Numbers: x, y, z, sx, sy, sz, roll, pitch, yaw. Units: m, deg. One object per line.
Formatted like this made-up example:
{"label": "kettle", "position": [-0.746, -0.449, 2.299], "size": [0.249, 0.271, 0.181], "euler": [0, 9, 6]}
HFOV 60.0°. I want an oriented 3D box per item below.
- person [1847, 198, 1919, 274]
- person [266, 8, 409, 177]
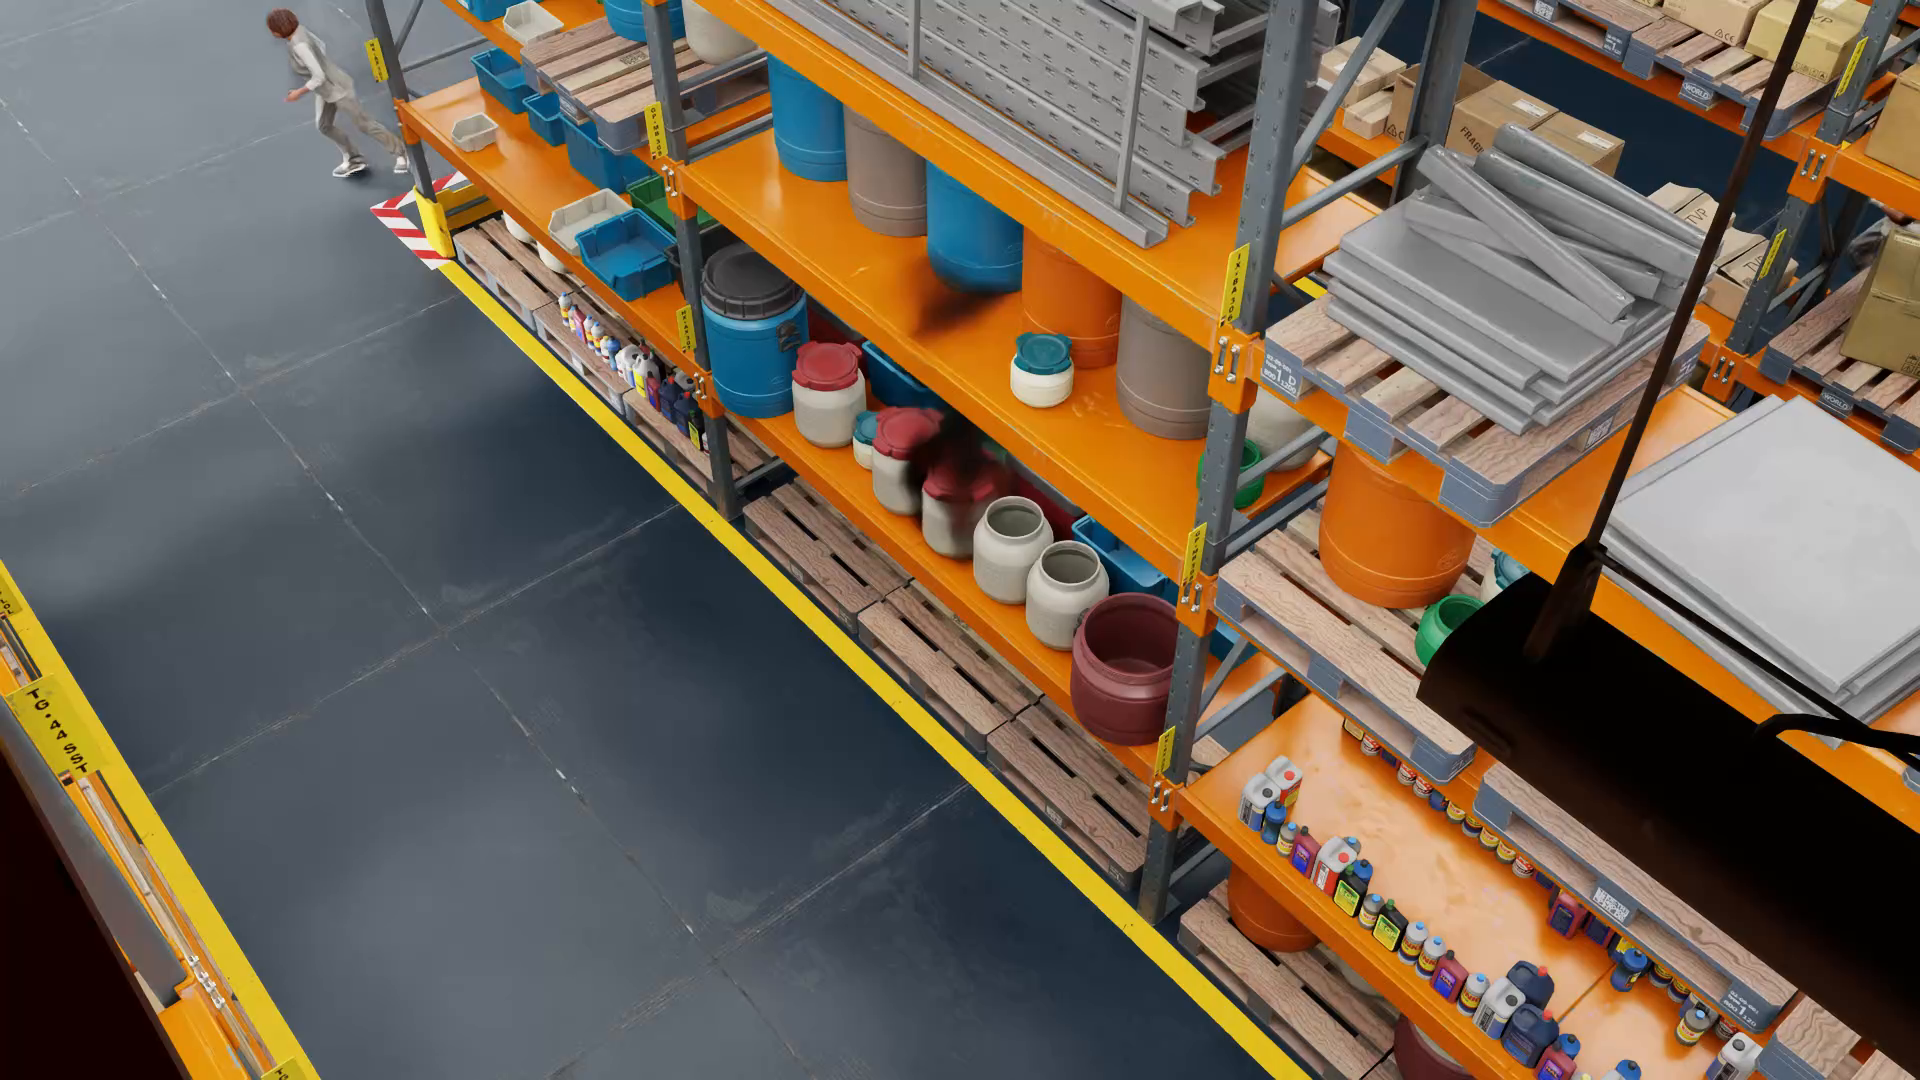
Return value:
{"label": "person", "position": [6.700, -2.201, 11.846], "size": [0.711, 1.794, 0.671], "euler": [29, 53, 25]}
{"label": "person", "position": [-5.008, -3.583, 13.353], "size": [0.809, 1.520, 0.587], "euler": [-28, 53, -24]}
